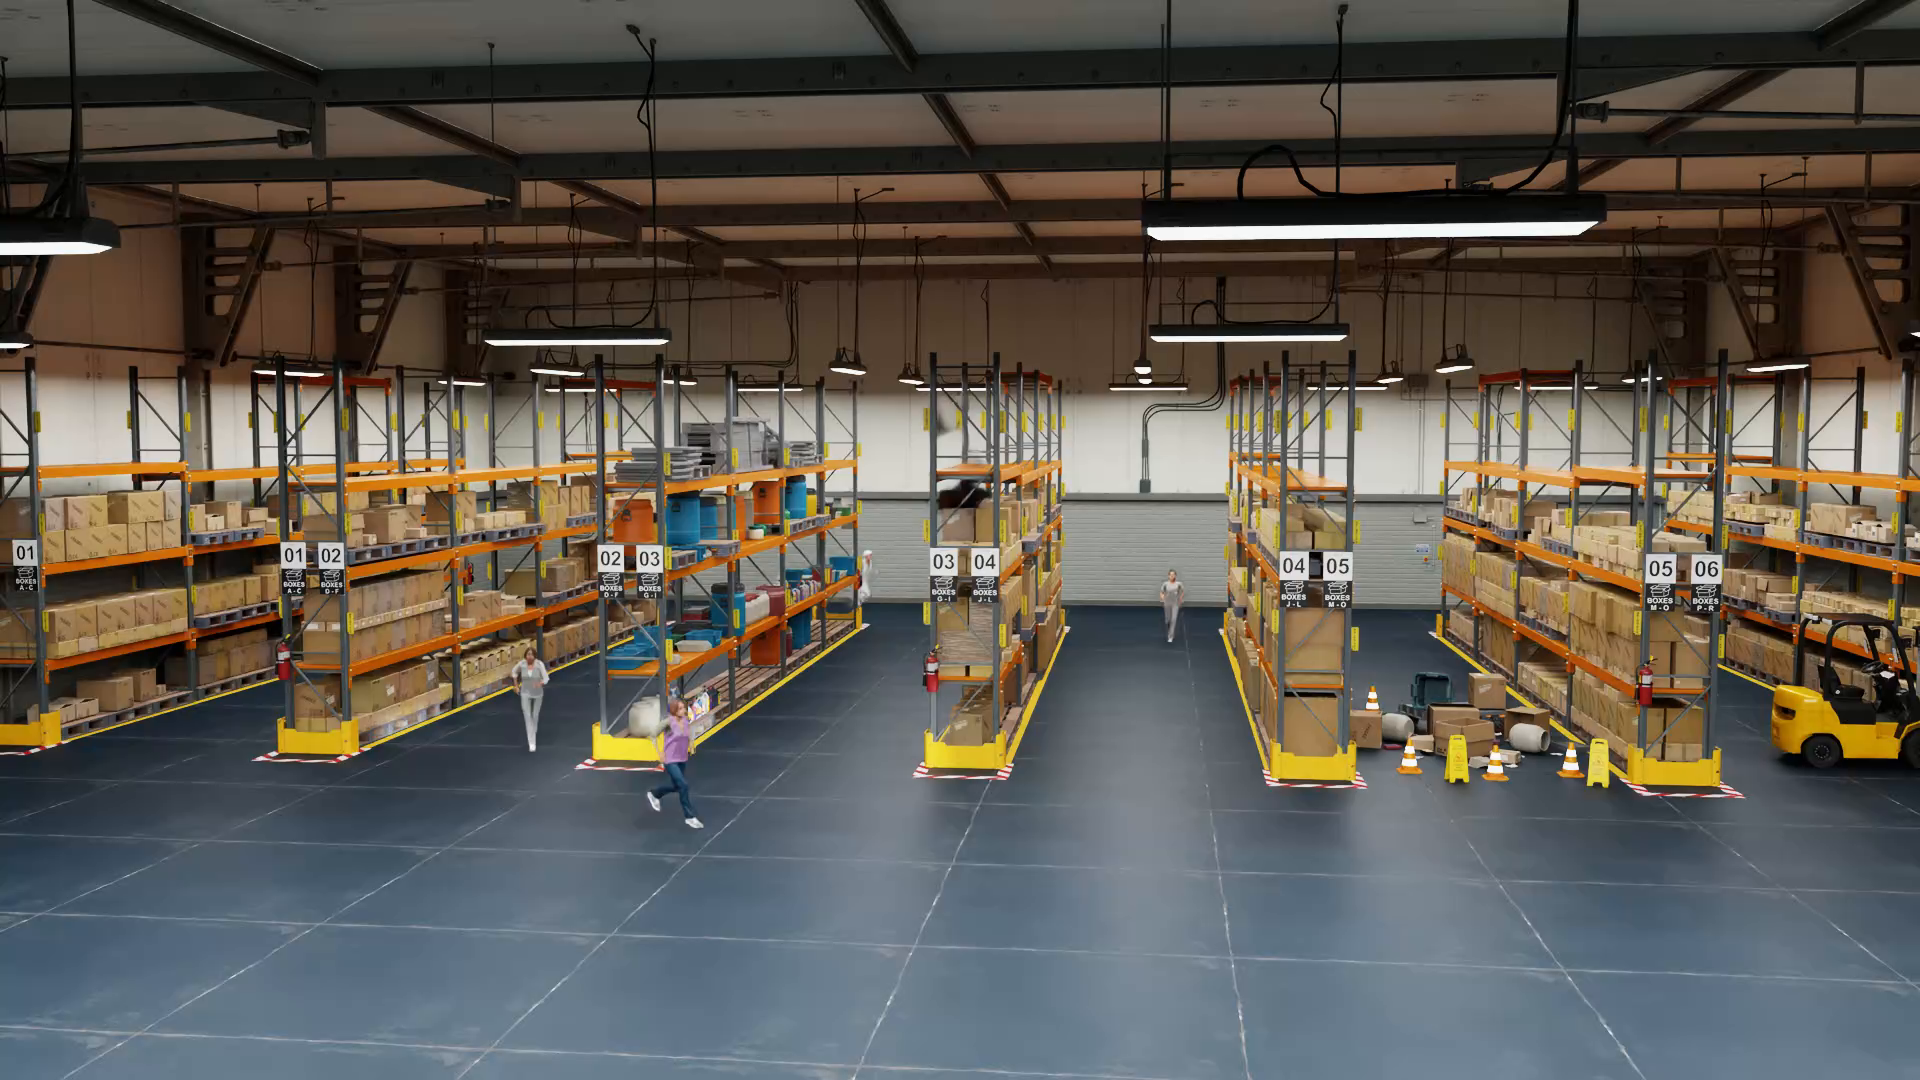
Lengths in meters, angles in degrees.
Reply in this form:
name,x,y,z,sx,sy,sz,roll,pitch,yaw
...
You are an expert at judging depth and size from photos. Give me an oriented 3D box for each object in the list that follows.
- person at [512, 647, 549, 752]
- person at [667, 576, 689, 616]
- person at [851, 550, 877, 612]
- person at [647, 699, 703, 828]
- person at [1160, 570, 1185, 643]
name,x,y,z,sx,sy,sz,roll,pitch,yaw
person,-6.597,2.434,25.563,0.552,1.636,0.826,-1,4,-16
person,-7.096,1.232,41.868,0.787,1.677,0.667,3,5,32
person,-2.479,1.105,43.145,0.716,1.703,0.649,2,4,24
person,-3.576,2.754,20.676,0.890,1.588,0.559,3,5,35
person,4.852,1.502,37.984,0.571,1.639,0.813,1,4,12
